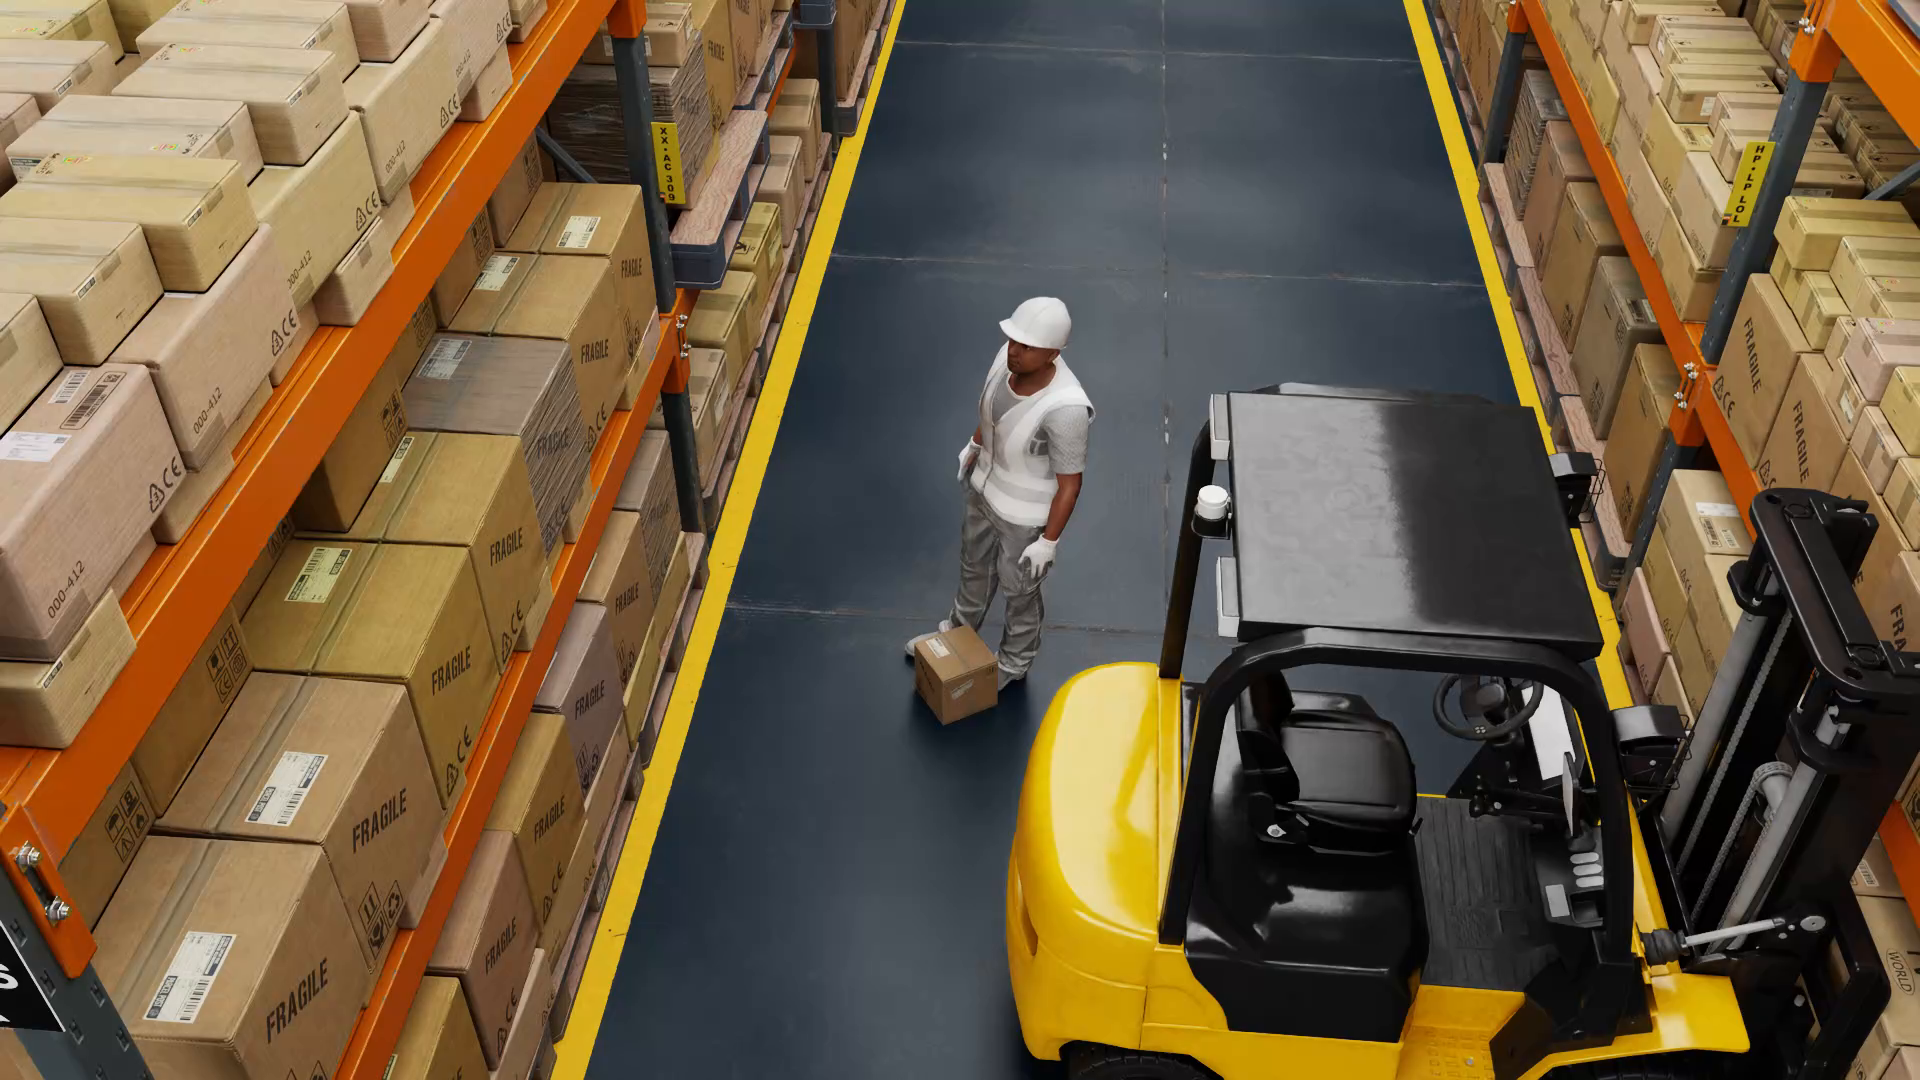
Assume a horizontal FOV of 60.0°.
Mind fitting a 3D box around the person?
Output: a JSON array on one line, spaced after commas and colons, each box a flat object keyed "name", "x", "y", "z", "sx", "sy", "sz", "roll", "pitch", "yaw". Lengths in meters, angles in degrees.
[{"name": "person", "x": 0.147, "y": -0.129, "z": 6.286, "sx": 0.575, "sy": 1.780, "sz": 0.656, "roll": -18, "pitch": 43, "yaw": -20}]
